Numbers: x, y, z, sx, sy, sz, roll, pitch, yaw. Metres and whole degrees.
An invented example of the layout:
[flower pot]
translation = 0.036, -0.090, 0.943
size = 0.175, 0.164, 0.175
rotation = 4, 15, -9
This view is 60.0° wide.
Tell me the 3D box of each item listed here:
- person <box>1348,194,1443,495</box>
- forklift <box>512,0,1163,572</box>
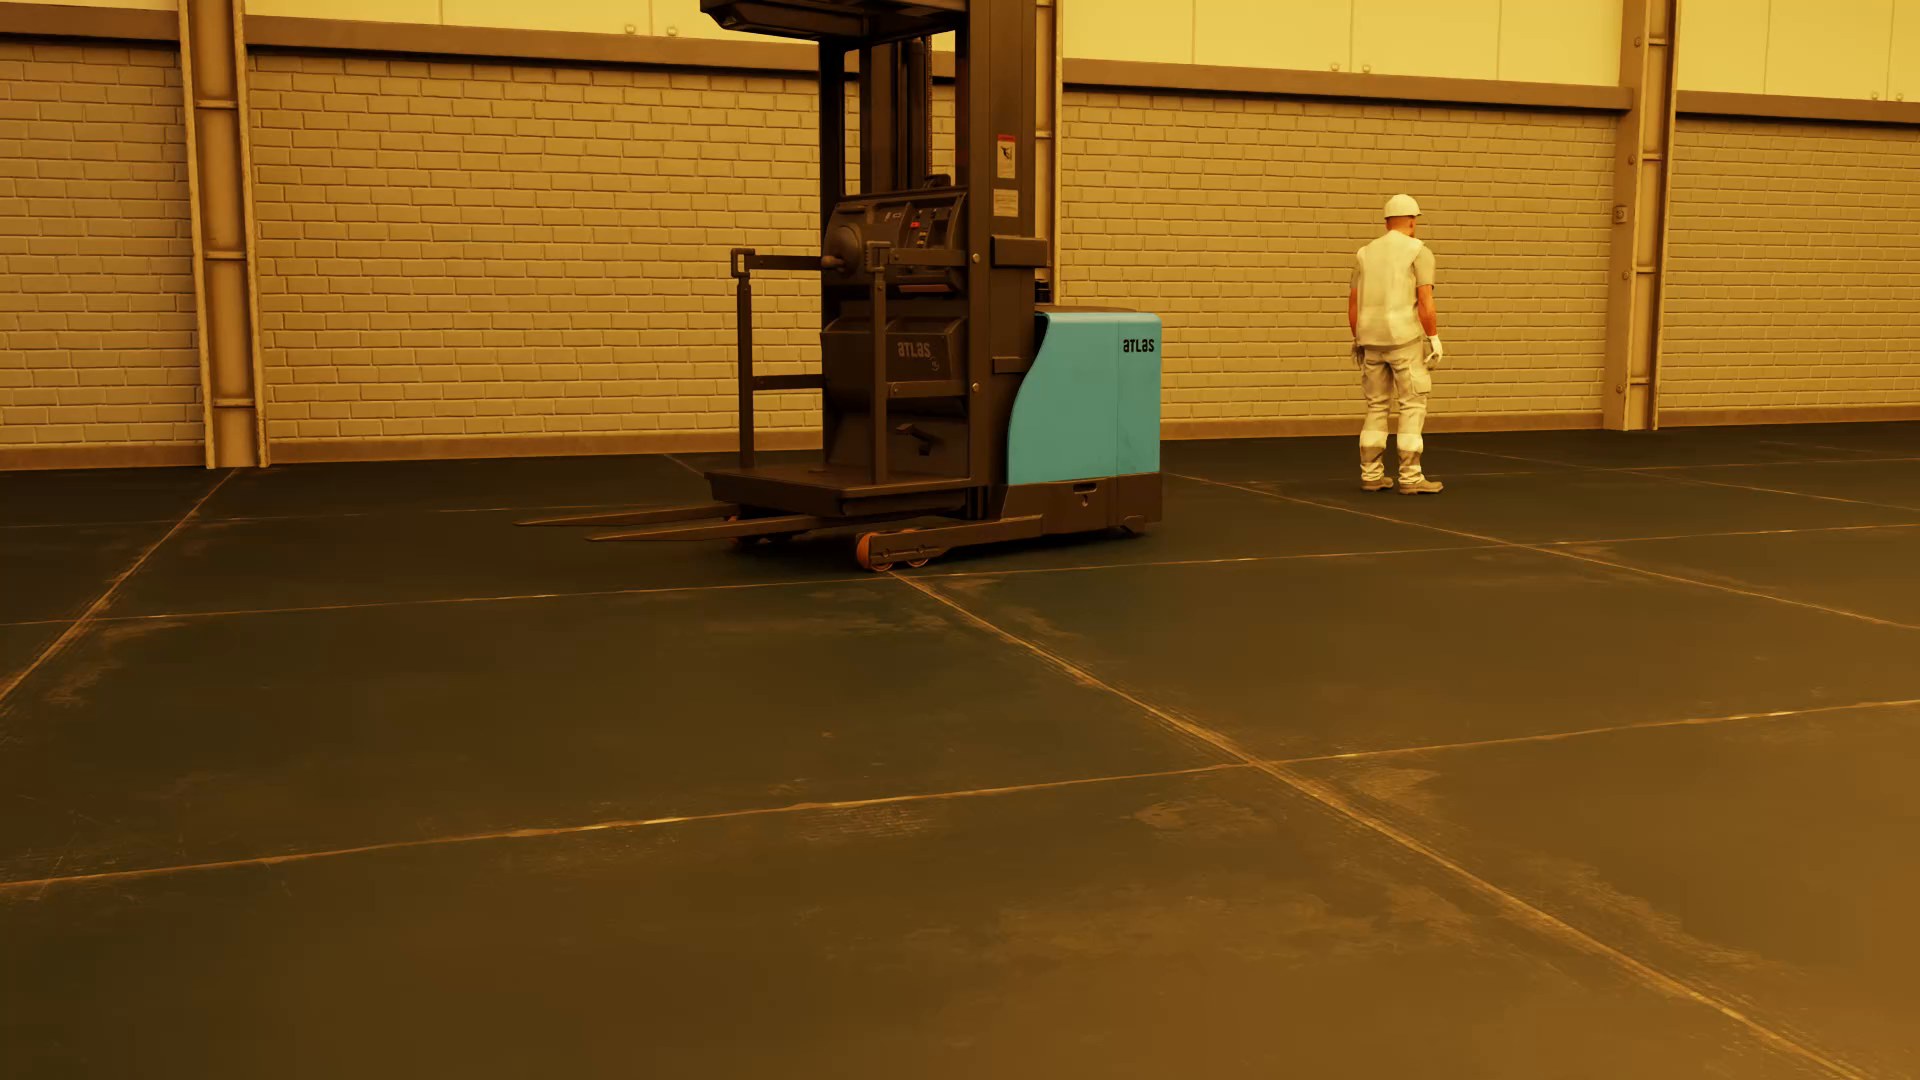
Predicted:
[person]
translation = 2.618, -1.177, 9.998
size = 0.451, 1.778, 0.611
rotation = -7, 10, -41
[forklift]
translation = -0.461, -1.399, 7.333
size = 3.031, 2.935, 1.130
rotation = -7, 10, -40
